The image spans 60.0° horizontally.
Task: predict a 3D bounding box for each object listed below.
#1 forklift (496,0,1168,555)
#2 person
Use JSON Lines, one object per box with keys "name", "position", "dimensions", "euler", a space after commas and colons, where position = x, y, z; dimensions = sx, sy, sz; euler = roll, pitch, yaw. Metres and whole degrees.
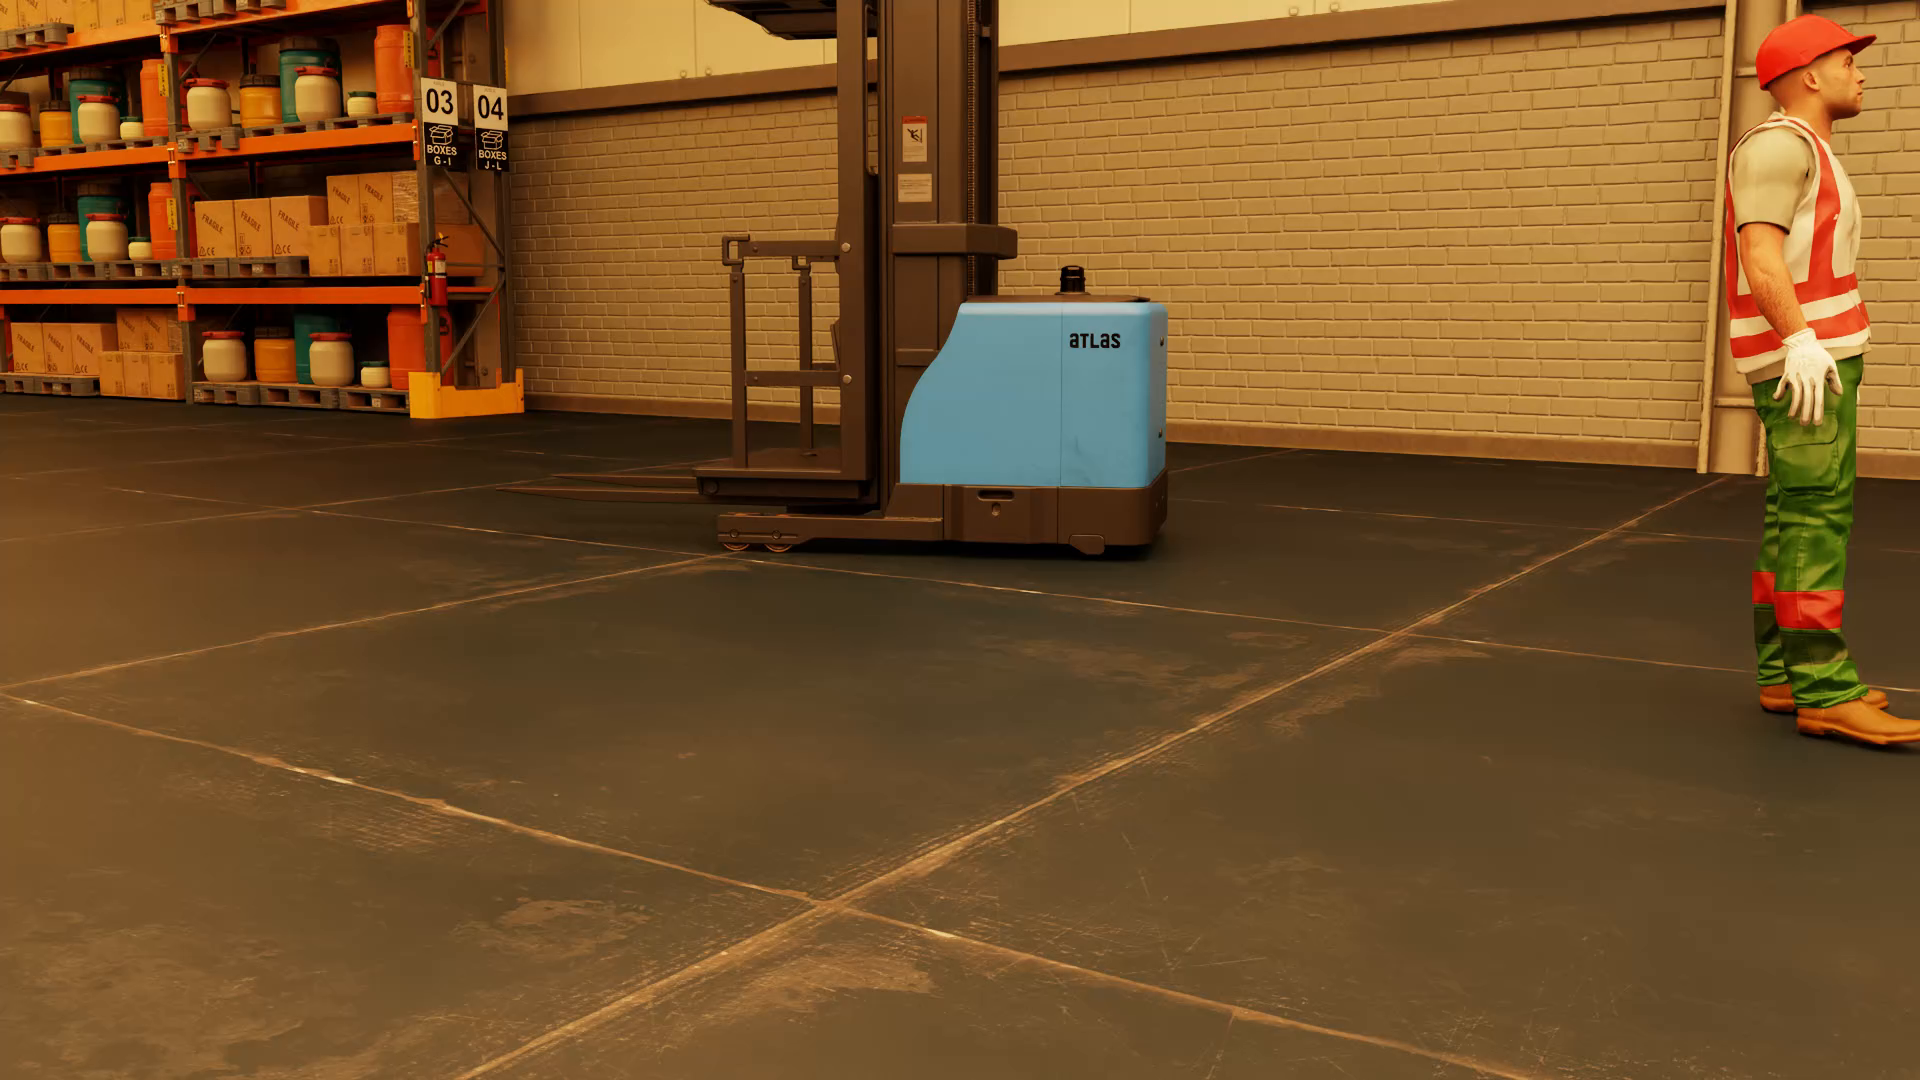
{"name": "forklift", "position": [-0.596, -1.469, 7.520], "dimensions": [3.031, 2.935, 1.130], "euler": [2, 8, 12]}
{"name": "person", "position": [2.235, -0.432, 4.232], "dimensions": [0.565, 1.787, 0.638], "euler": [5, 10, 33]}
